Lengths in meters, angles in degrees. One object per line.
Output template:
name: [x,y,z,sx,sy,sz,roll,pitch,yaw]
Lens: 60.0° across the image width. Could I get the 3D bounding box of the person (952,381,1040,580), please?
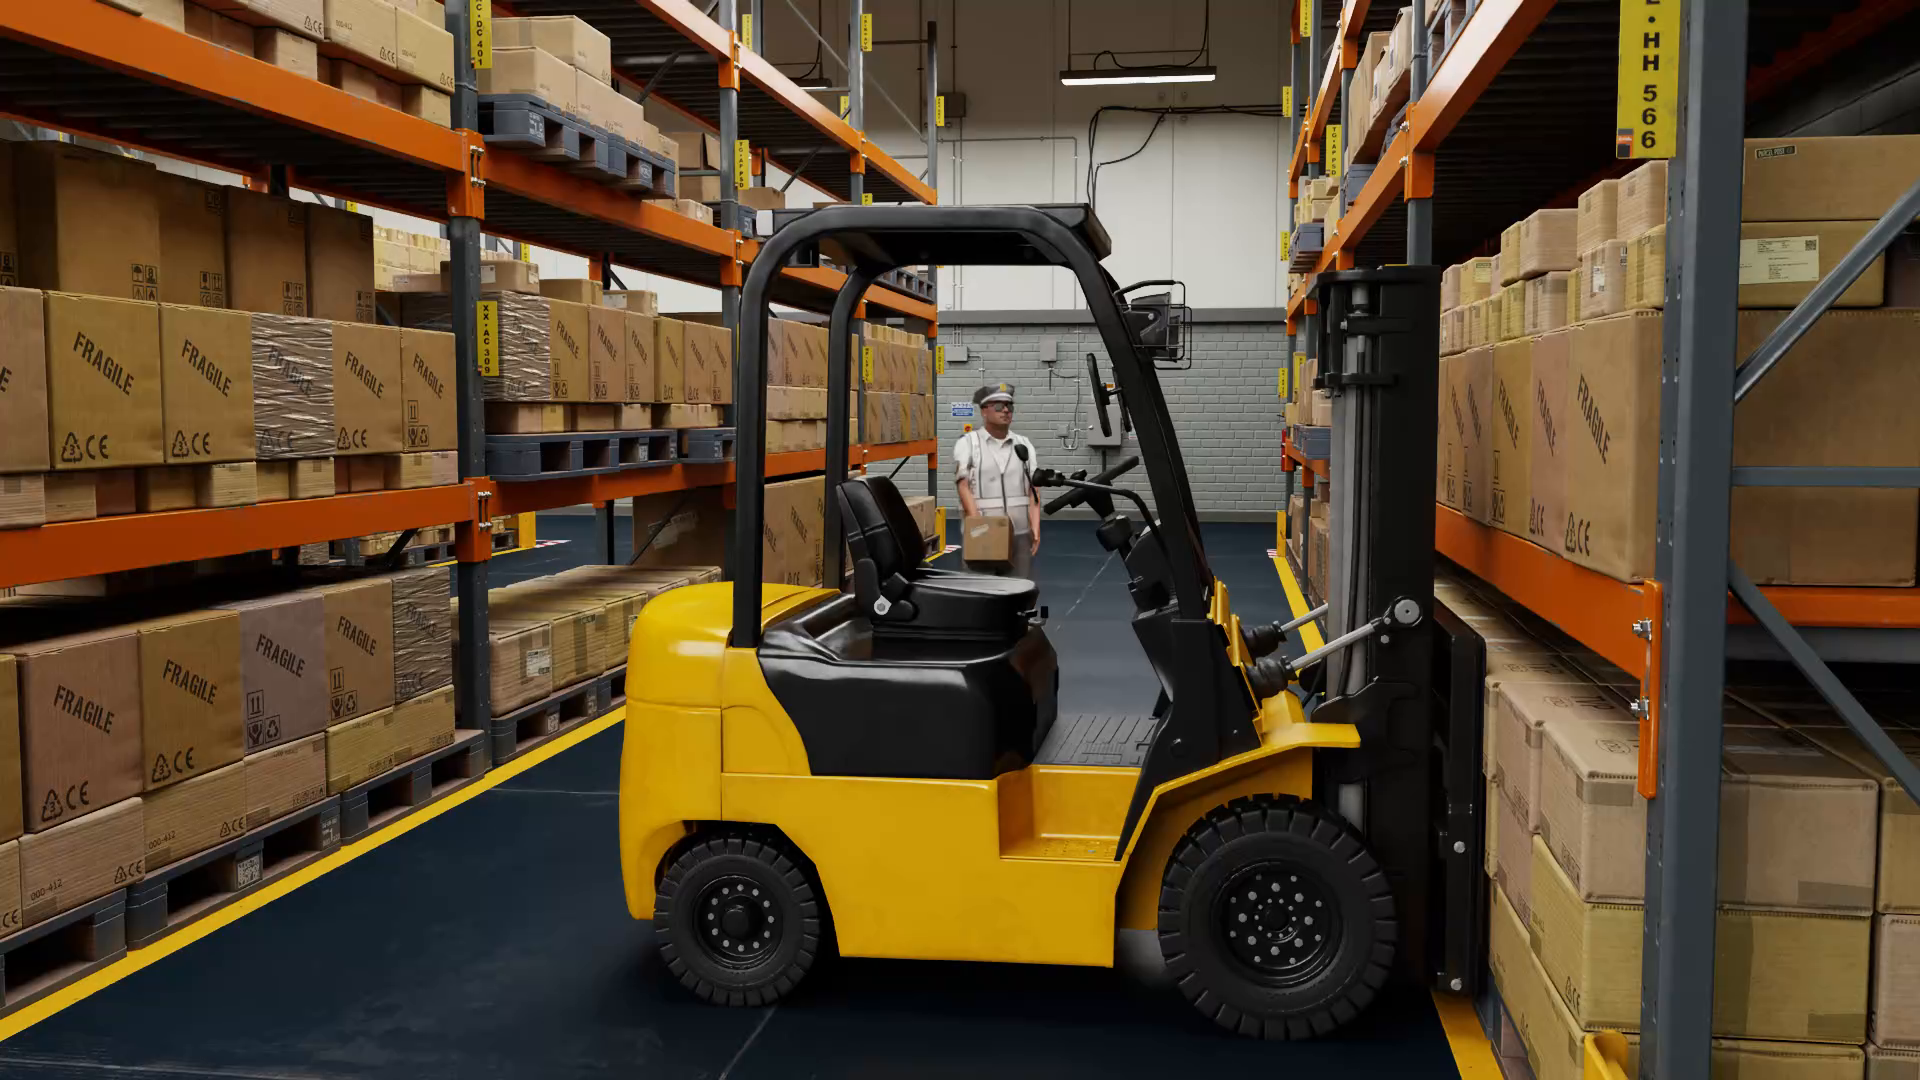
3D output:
person: [0.209,-0.022,9.621,0.572,1.789,0.518,-2,5,-20]
